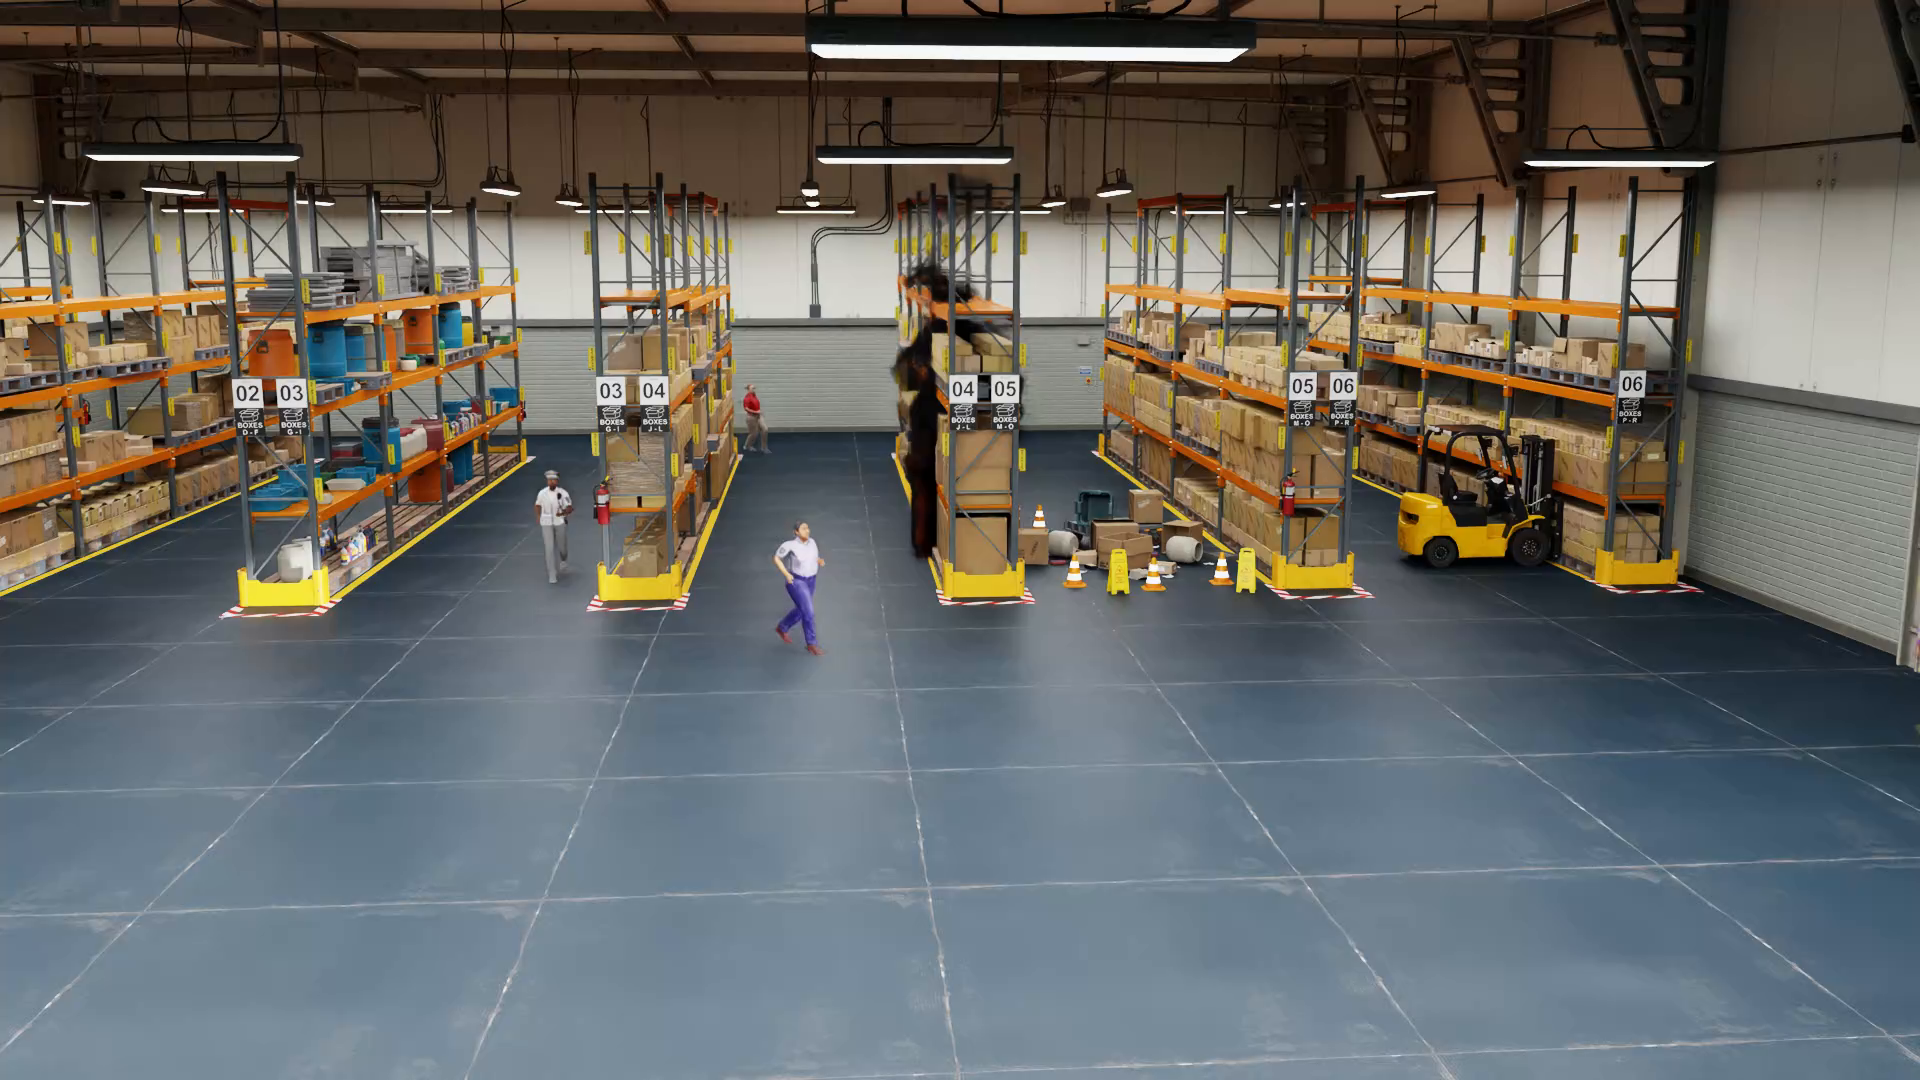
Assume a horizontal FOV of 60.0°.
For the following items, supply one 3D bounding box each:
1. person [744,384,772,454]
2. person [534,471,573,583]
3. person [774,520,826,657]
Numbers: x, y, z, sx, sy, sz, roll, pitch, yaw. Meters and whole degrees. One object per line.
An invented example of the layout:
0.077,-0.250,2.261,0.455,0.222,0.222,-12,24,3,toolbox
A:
-5.031,-2.926,40.471,0.758,1.732,0.654,4,11,23,person
-6.153,-0.233,25.194,0.588,1.669,0.834,-1,10,-8,person
-1.980,0.579,20.755,0.869,1.667,0.588,7,12,35,person
